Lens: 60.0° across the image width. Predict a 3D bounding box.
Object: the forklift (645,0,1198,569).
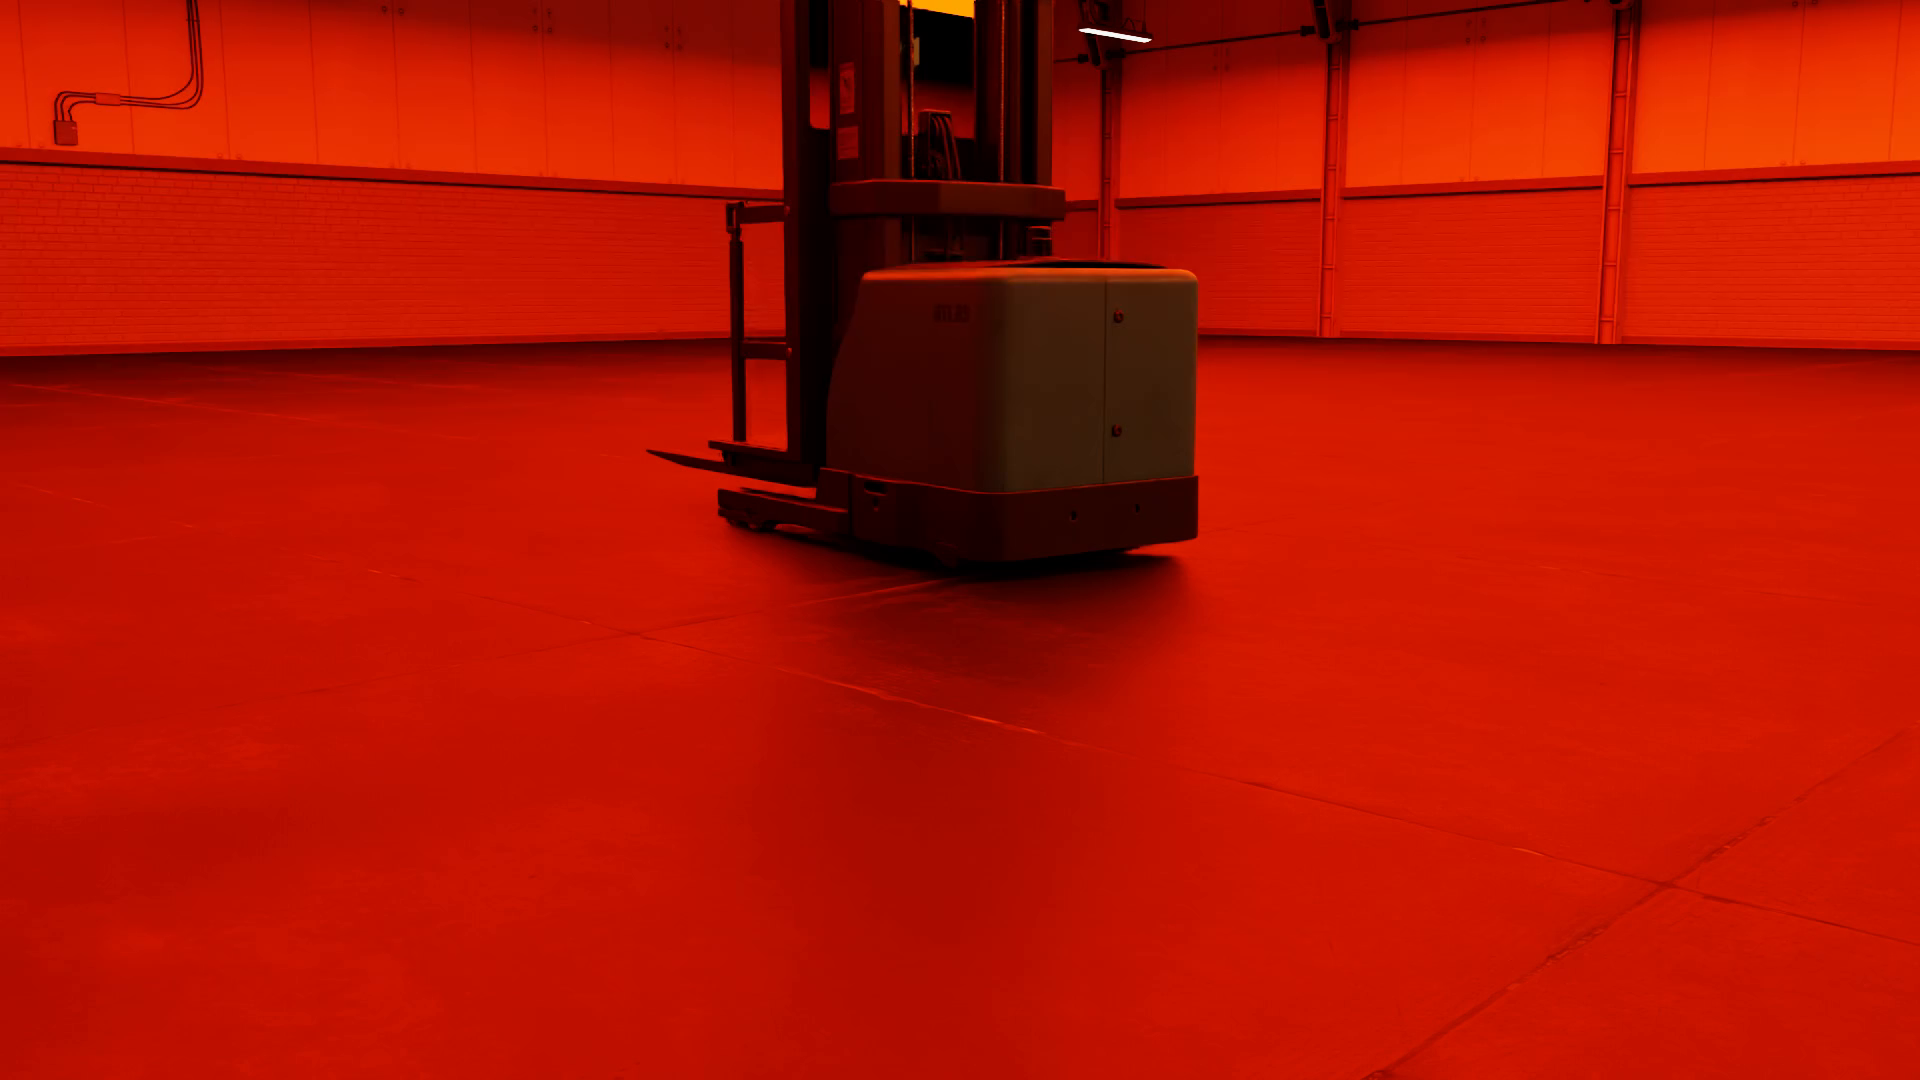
[{"bbox_3d":[-0.380,-1.522,6.982,1.130,2.935,3.031,-6,11,-36],"label":"forklift"}]
